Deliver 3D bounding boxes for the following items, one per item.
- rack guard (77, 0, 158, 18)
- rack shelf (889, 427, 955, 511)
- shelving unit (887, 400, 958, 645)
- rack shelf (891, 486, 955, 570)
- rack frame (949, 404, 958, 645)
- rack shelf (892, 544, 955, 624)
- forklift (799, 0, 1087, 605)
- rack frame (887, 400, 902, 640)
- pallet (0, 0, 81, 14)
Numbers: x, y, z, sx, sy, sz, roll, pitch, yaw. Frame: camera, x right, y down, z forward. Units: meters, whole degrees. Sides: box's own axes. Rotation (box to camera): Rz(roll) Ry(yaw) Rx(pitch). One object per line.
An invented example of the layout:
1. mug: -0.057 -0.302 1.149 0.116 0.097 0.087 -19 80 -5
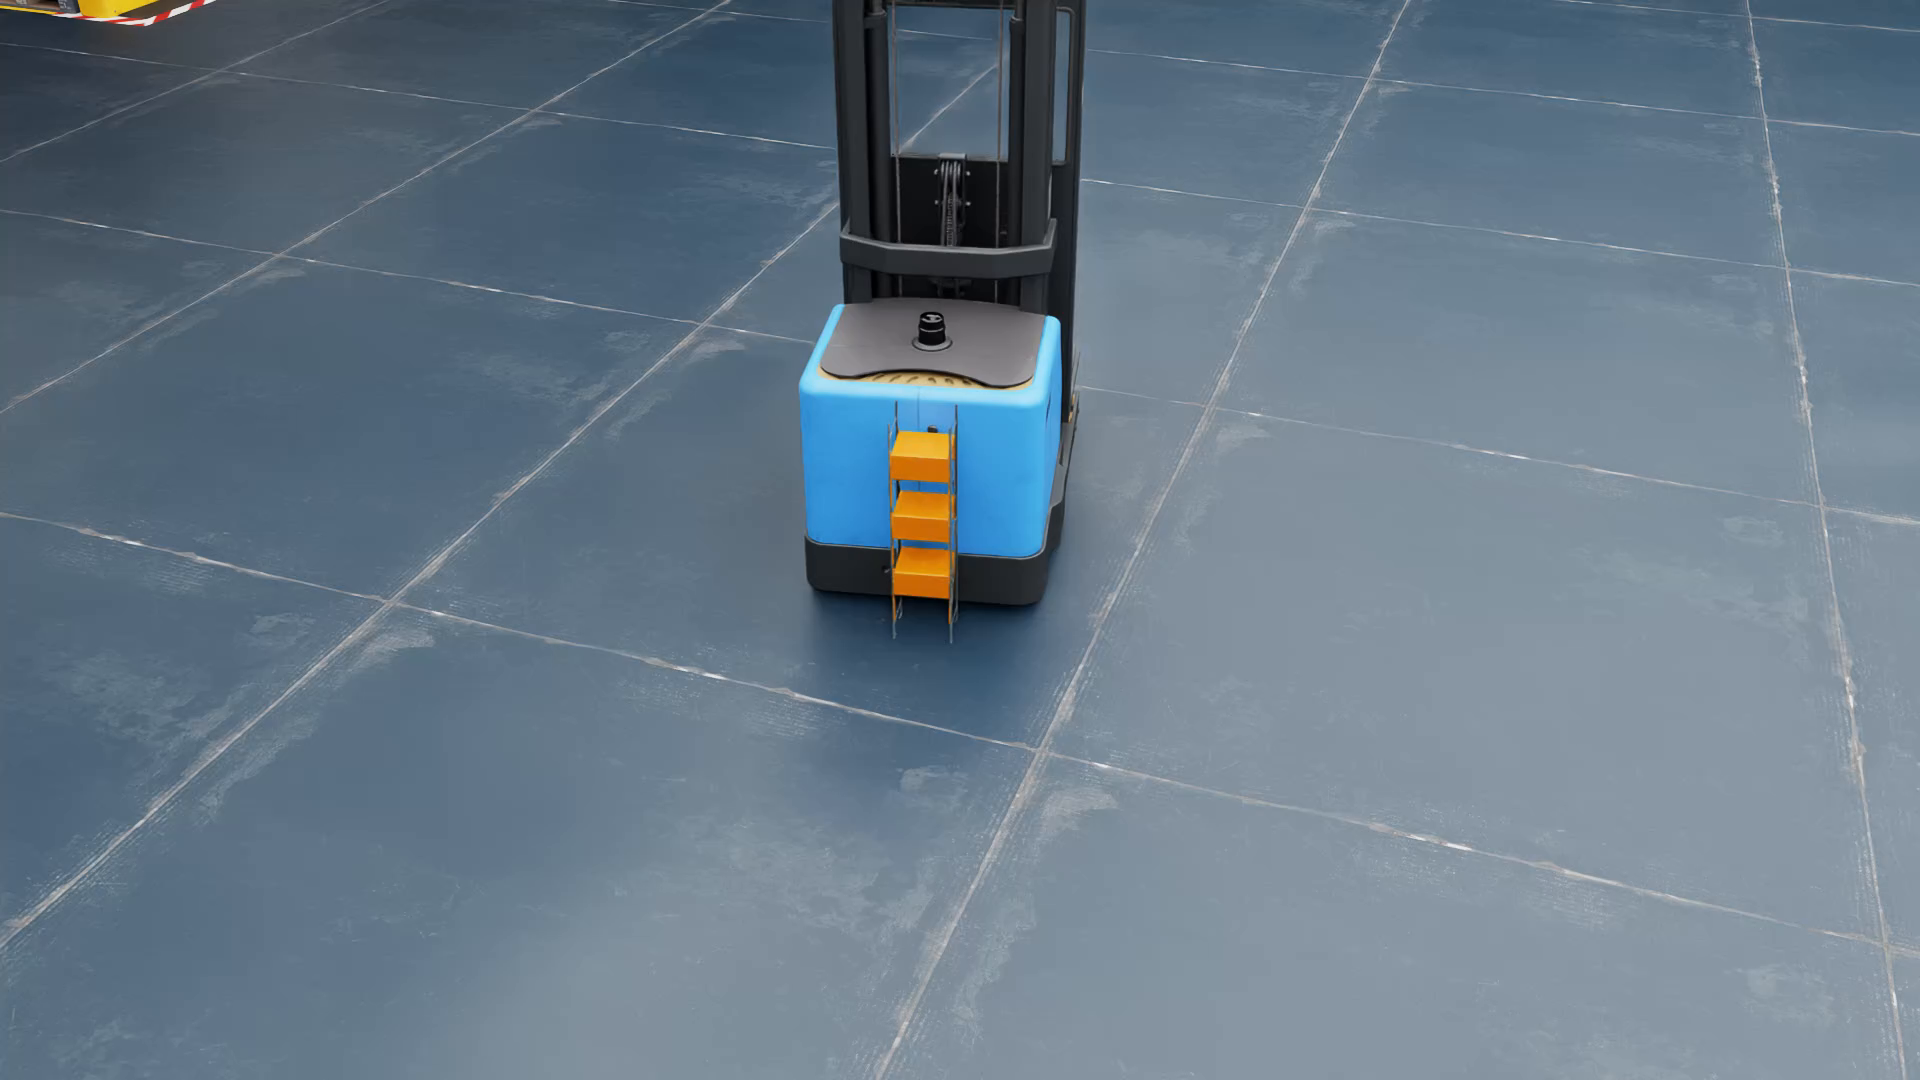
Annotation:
1. rack guard: -7.681 -5.262 15.439 0.348 0.500 1.175 11 34 16
2. rack shelf: -0.148 -0.288 6.725 0.240 0.259 0.215 4 33 6
3. shelving unit: -0.148 -0.059 6.873 0.252 1.050 0.215 4 33 6
4. rack shelf: -0.148 -0.050 6.879 0.240 0.259 0.215 4 33 6
5. rack frame: -0.027 -0.050 6.860 0.008 1.050 0.200 4 33 6
6. rack shelf: -0.148 0.183 7.030 0.240 0.259 0.215 4 33 6
7. forklift: 0.028 -1.733 7.732 1.130 2.935 3.031 4 33 6
8. rack frame: -0.269 -0.068 6.887 0.008 1.050 0.200 4 33 6
9. pallet: -8.482 -5.252 15.689 1.213 0.211 1.003 11 34 16
